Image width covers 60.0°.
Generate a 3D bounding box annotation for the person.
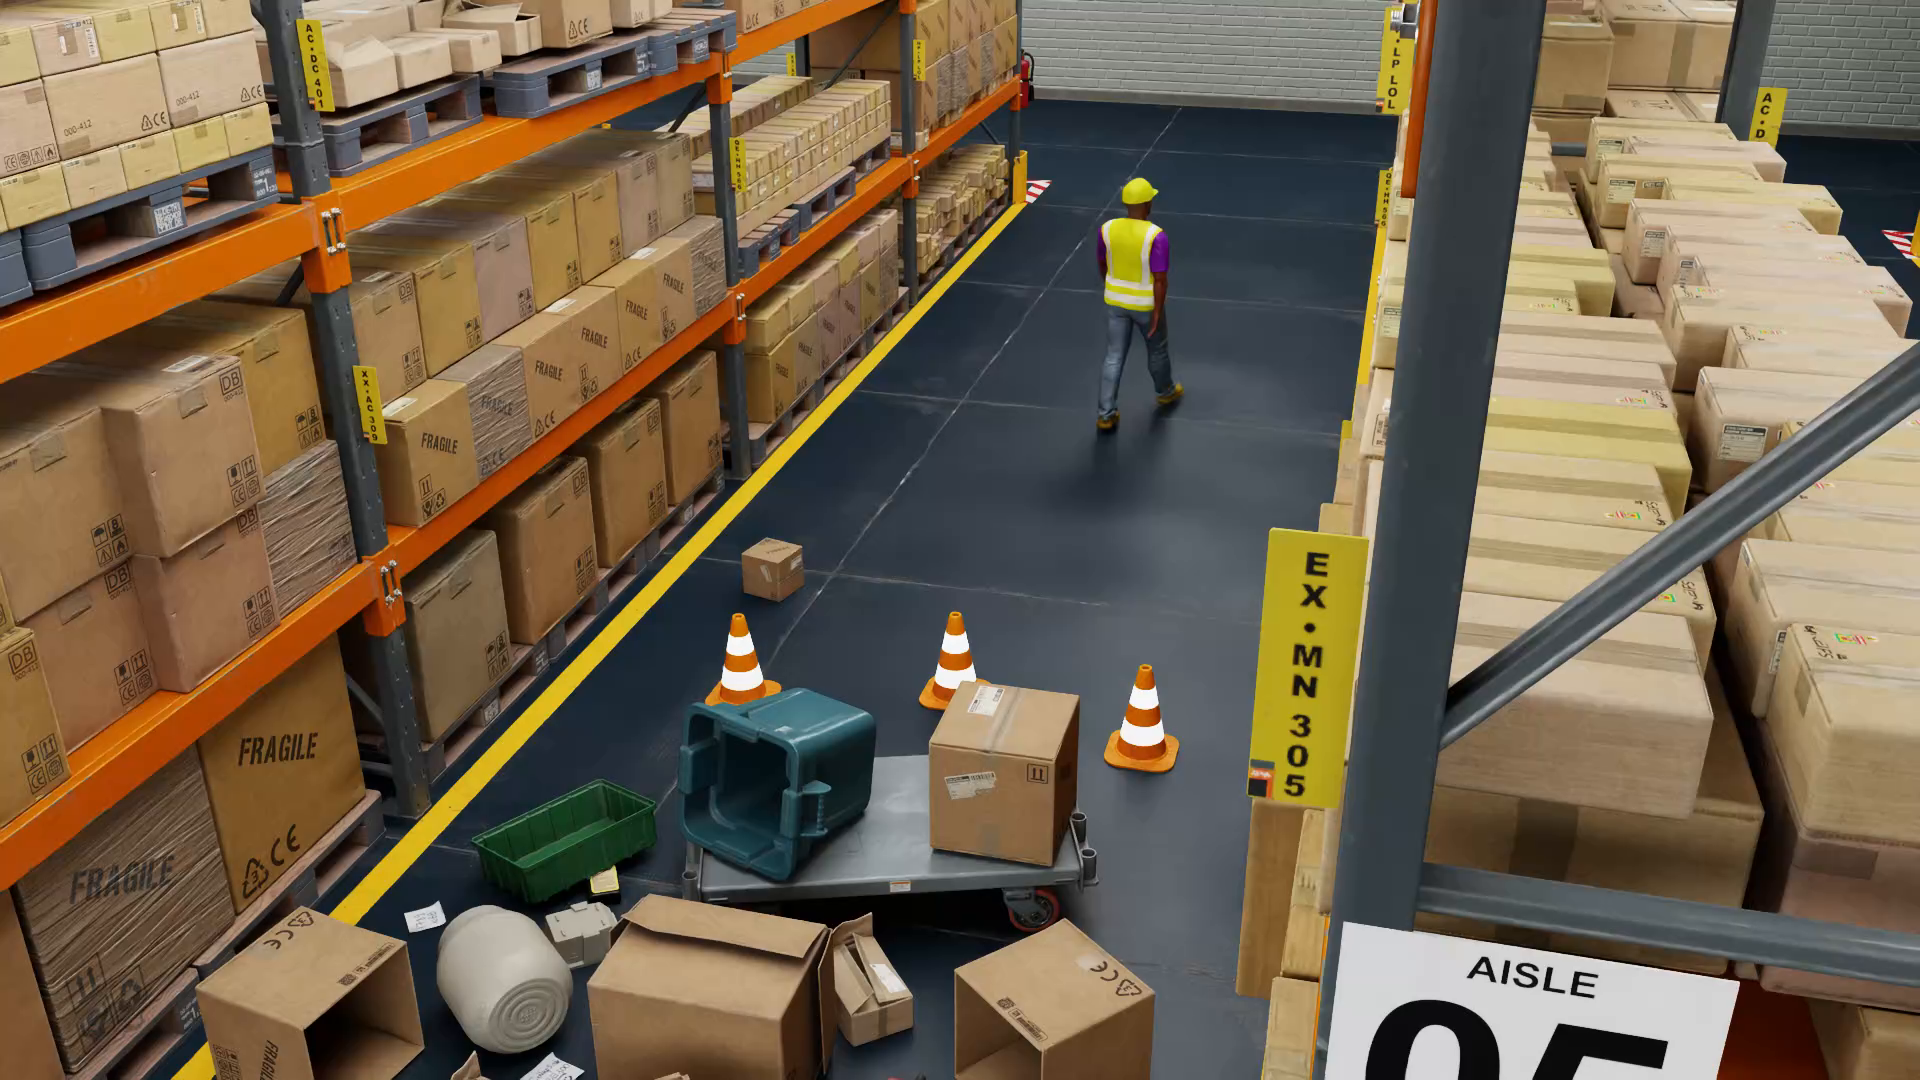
[{"bbox_3d":[1.263,-1.723,11.714,0.582,1.707,1.007,13,28,26],"label":"person"}]
